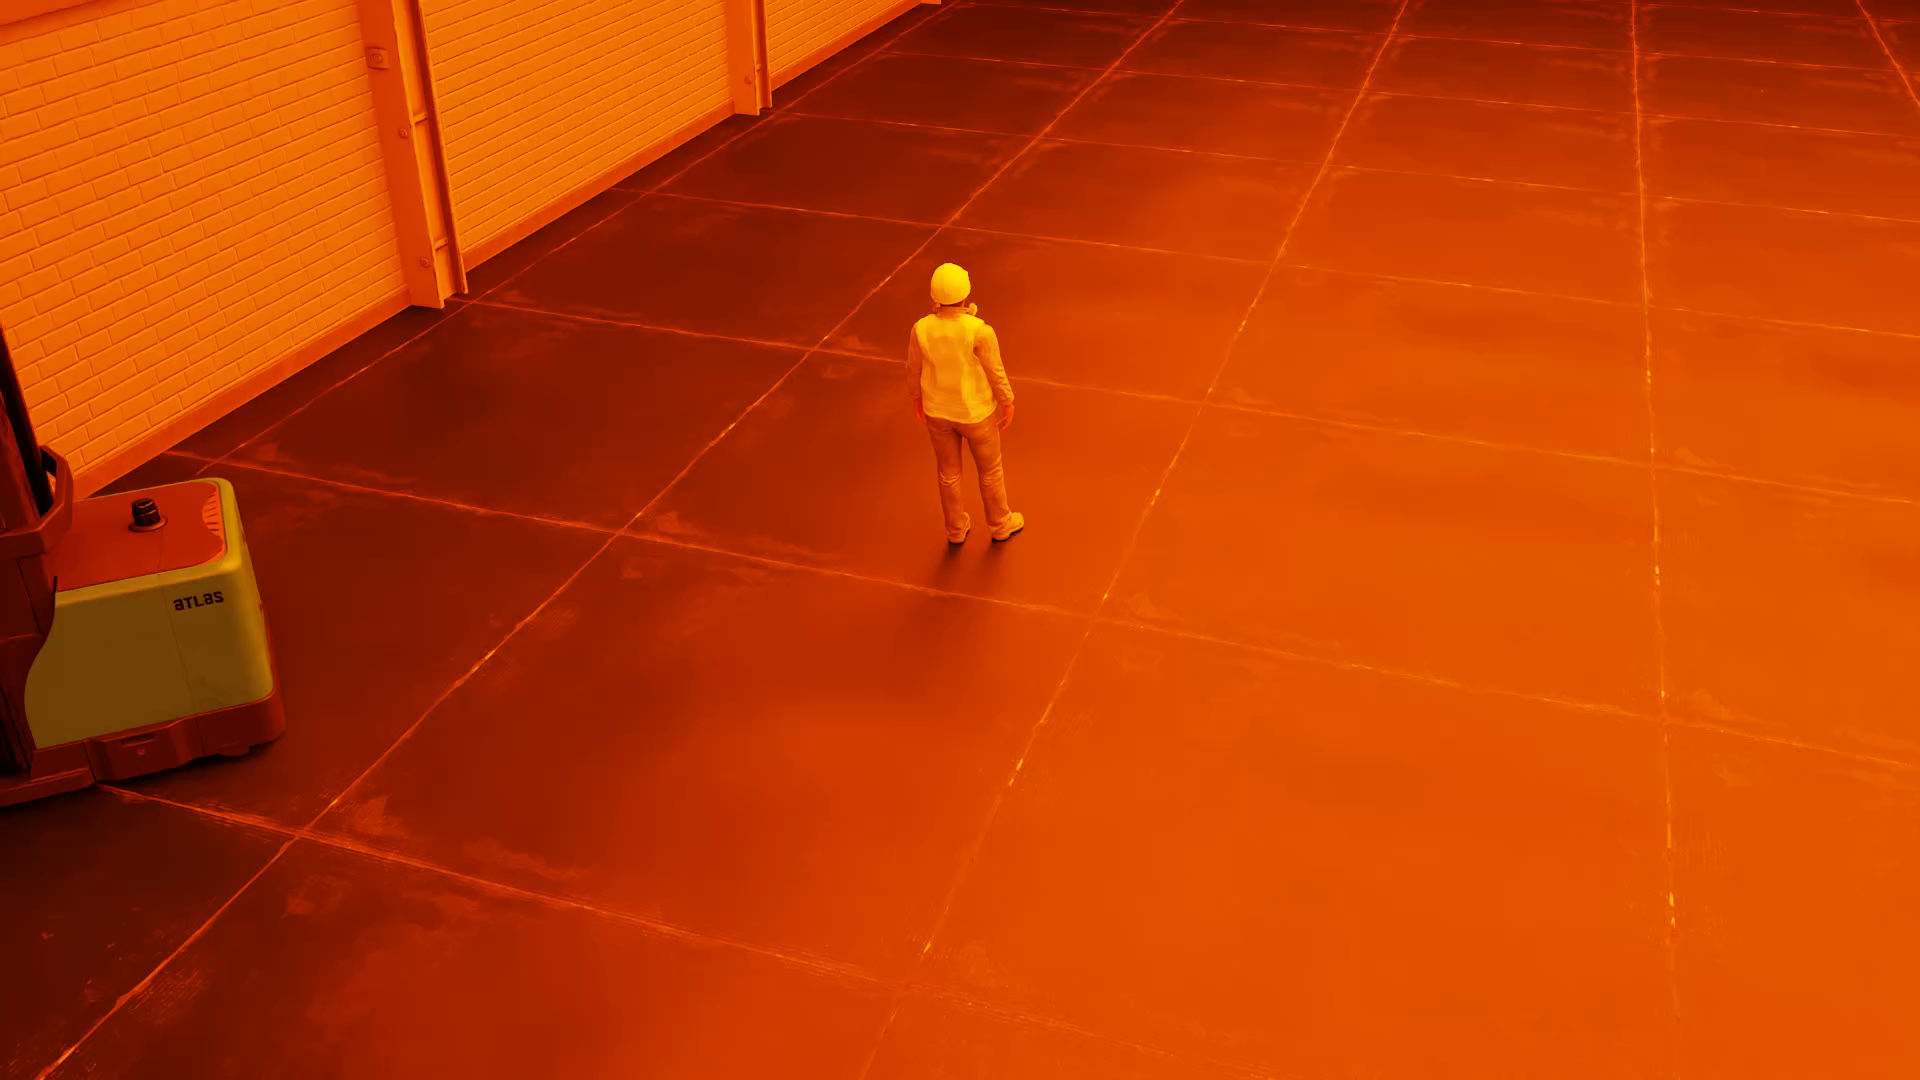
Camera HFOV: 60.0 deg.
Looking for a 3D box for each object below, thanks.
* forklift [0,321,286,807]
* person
[{"bbox_3d":[-4.926,-0.167,7.429,3.031,2.935,1.130,-12,32,-21],"label":"forklift"},{"bbox_3d":[0.027,-0.805,9.703,0.633,1.775,0.566,10,31,16],"label":"person"}]
